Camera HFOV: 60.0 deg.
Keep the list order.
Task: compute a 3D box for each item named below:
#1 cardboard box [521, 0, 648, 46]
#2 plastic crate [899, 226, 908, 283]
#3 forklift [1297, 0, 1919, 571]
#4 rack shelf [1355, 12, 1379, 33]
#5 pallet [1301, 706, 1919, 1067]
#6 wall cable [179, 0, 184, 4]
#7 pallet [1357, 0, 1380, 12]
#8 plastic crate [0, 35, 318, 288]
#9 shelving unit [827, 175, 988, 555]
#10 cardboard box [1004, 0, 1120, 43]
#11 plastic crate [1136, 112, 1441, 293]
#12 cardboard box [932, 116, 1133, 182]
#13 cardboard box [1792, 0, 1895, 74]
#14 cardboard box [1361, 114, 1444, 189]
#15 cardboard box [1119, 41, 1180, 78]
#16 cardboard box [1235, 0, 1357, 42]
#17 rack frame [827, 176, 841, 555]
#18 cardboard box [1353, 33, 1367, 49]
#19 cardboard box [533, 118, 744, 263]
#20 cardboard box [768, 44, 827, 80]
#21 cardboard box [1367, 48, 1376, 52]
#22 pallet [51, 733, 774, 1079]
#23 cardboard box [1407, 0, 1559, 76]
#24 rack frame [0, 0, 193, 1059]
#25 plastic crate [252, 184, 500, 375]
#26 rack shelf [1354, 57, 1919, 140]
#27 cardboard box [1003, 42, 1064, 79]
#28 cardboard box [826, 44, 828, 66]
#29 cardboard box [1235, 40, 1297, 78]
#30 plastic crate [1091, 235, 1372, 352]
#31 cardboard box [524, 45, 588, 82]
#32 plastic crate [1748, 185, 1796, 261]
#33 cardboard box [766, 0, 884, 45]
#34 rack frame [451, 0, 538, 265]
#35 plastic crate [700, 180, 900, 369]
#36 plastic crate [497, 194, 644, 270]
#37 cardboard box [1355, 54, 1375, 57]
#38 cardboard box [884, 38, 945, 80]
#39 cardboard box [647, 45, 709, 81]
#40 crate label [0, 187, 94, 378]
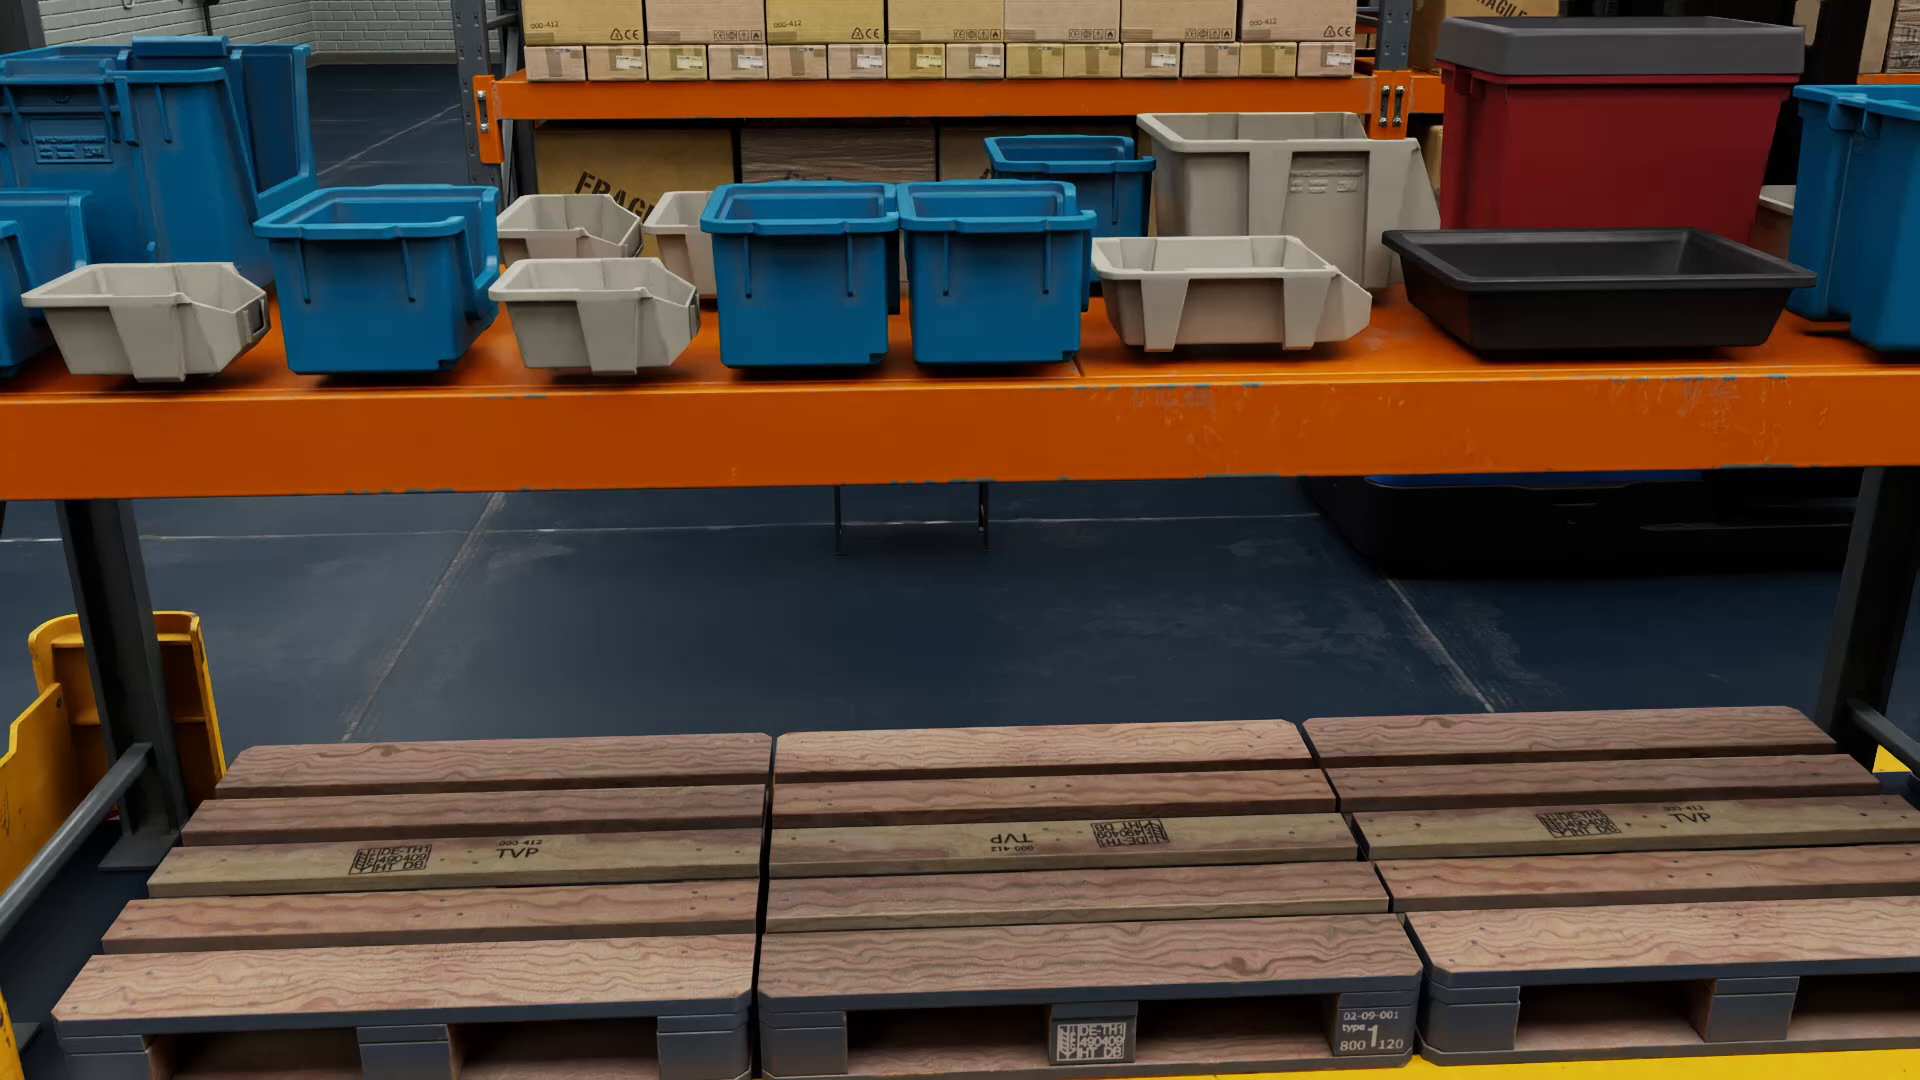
[{"bbox_3d":[-1.618,-2.309,7.263,0.500,0.250,0.500,-2,21,-4],"label":"cardboard box"},{"bbox_3d":[-0.164,-0.580,3.216,0.250,0.136,0.298,-1,21,-3],"label":"plastic crate"},{"bbox_3d":[2.751,-1.464,5.347,3.031,2.935,1.130,-2,21,-4],"label":"forklift"},{"bbox_3d":[3.696,-3.876,12.597,4.000,0.370,1.077,-1,21,-3],"label":"rack shelf"},{"bbox_3d":[1.432,0.684,3.529,1.213,0.211,1.003,-1,21,-3],"label":"pallet"},{"bbox_3d":[-8.399,-6.702,17.582,0.122,1.984,0.588,-1,21,-3],"label":"wall cable"},{"bbox_3d":[2.470,-4.046,12.302,1.213,0.211,1.003,-1,21,-3],"label":"pallet"},{"bbox_3d":[-1.506,-0.685,3.070,0.499,0.435,0.616,-1,21,-3],"label":"plastic crate"},{"bbox_3d":[-0.165,-0.557,5.399,0.503,1.200,0.258,-1,21,-3],"label":"shelving unit"},{"bbox_3d":[0.429,-2.353,7.377,0.500,0.250,0.500,-1,21,-2],"label":"cardboard box"},{"bbox_3d":[0.629,-0.655,3.209,0.530,0.282,0.437,-1,21,-3],"label":"plastic crate"},{"bbox_3d":[0.319,-1.608,8.024,0.875,0.875,0.875,-1,21,-3],"label":"cardboard box"},{"bbox_3d":[3.872,-2.408,7.589,0.500,0.500,0.500,-1,21,-2],"label":"cardboard box"},{"bbox_3d":[2.519,-1.631,8.086,0.875,0.875,1.225,-1,21,-3],"label":"cardboard box"},{"bbox_3d":[0.825,-2.152,7.411,0.250,0.149,0.380,-1,21,-2],"label":"cardboard box"},{"bbox_3d":[1.455,-2.374,7.435,0.500,0.250,0.500,-2,21,-4],"label":"cardboard box"},{"bbox_3d":[-0.409,-0.552,5.386,0.015,1.200,0.240,-1,21,-3],"label":"rack frame"},{"bbox_3d":[3.724,-5.211,17.489,0.875,0.875,0.875,-1,21,-2],"label":"cardboard box"},{"bbox_3d":[-1.478,-1.571,7.928,0.875,0.875,0.875,-1,21,-3],"label":"cardboard box"},{"bbox_3d":[-0.713,-2.121,7.328,0.250,0.149,0.380,-2,21,-4],"label":"cardboard box"},{"bbox_3d":[3.469,-3.677,12.931,0.500,0.250,0.500,-2,21,-5],"label":"cardboard box"},{"bbox_3d":[-1.004,0.733,3.399,1.213,0.211,1.003,-1,21,-3],"label":"pallet"},{"bbox_3d":[2.355,-2.375,7.503,0.500,0.500,0.500,-1,21,-3],"label":"cardboard box"},{"bbox_3d":[-1.830,-0.567,2.895,0.127,3.000,1.000,-1,21,-3],"label":"rack frame"},{"bbox_3d":[-0.907,-0.418,2.655,0.300,0.233,0.416,-1,21,-3],"label":"plastic crate"},{"bbox_3d":[3.878,-2.112,7.964,4.000,0.370,1.077,-1,21,-3],"label":"rack shelf"},{"bbox_3d":[0.312,-2.142,7.383,0.250,0.149,0.380,-1,21,-4],"label":"cardboard box"},{"bbox_3d":[-0.756,-2.355,7.943,0.250,0.149,0.380,-2,21,-4],"label":"cardboard box"},{"bbox_3d":[1.338,-2.162,7.438,0.250,0.149,0.380,-1,21,-2],"label":"cardboard box"},{"bbox_3d":[0.443,-0.411,2.771,0.466,0.136,0.293,-1,21,-3],"label":"plastic crate"},{"bbox_3d":[-1.739,-2.099,7.272,0.250,0.149,0.380,-1,21,-2],"label":"cardboard box"},{"bbox_3d":[1.691,-0.594,3.253,0.243,0.136,0.396,-1,21,-3],"label":"plastic crate"},{"bbox_3d":[-0.597,-2.331,7.321,0.500,0.250,0.500,-2,21,-5],"label":"cardboard box"},{"bbox_3d":[-2.112,-2.327,7.516,0.127,3.000,1.000,-1,21,-3],"label":"rack frame"},{"bbox_3d":[-0.250,-0.432,2.690,0.300,0.233,0.416,-1,21,-3],"label":"plastic crate"},{"bbox_3d":[-0.736,-0.554,3.145,0.243,0.136,0.396,-1,21,-3],"label":"plastic crate"},{"bbox_3d":[2.983,-3.483,12.423,0.500,0.250,0.500,-1,21,-2],"label":"cardboard box"},{"bbox_3d":[-0.204,-2.131,7.355,0.250,0.149,0.380,-2,21,-4],"label":"cardboard box"},{"bbox_3d":[-1.227,-2.110,7.301,0.250,0.149,0.380,-2,21,-4],"label":"cardboard box"},{"bbox_3d":[-1.564,-0.405,2.620,0.303,0.233,0.416,-1,21,-3],"label":"crate label"}]
